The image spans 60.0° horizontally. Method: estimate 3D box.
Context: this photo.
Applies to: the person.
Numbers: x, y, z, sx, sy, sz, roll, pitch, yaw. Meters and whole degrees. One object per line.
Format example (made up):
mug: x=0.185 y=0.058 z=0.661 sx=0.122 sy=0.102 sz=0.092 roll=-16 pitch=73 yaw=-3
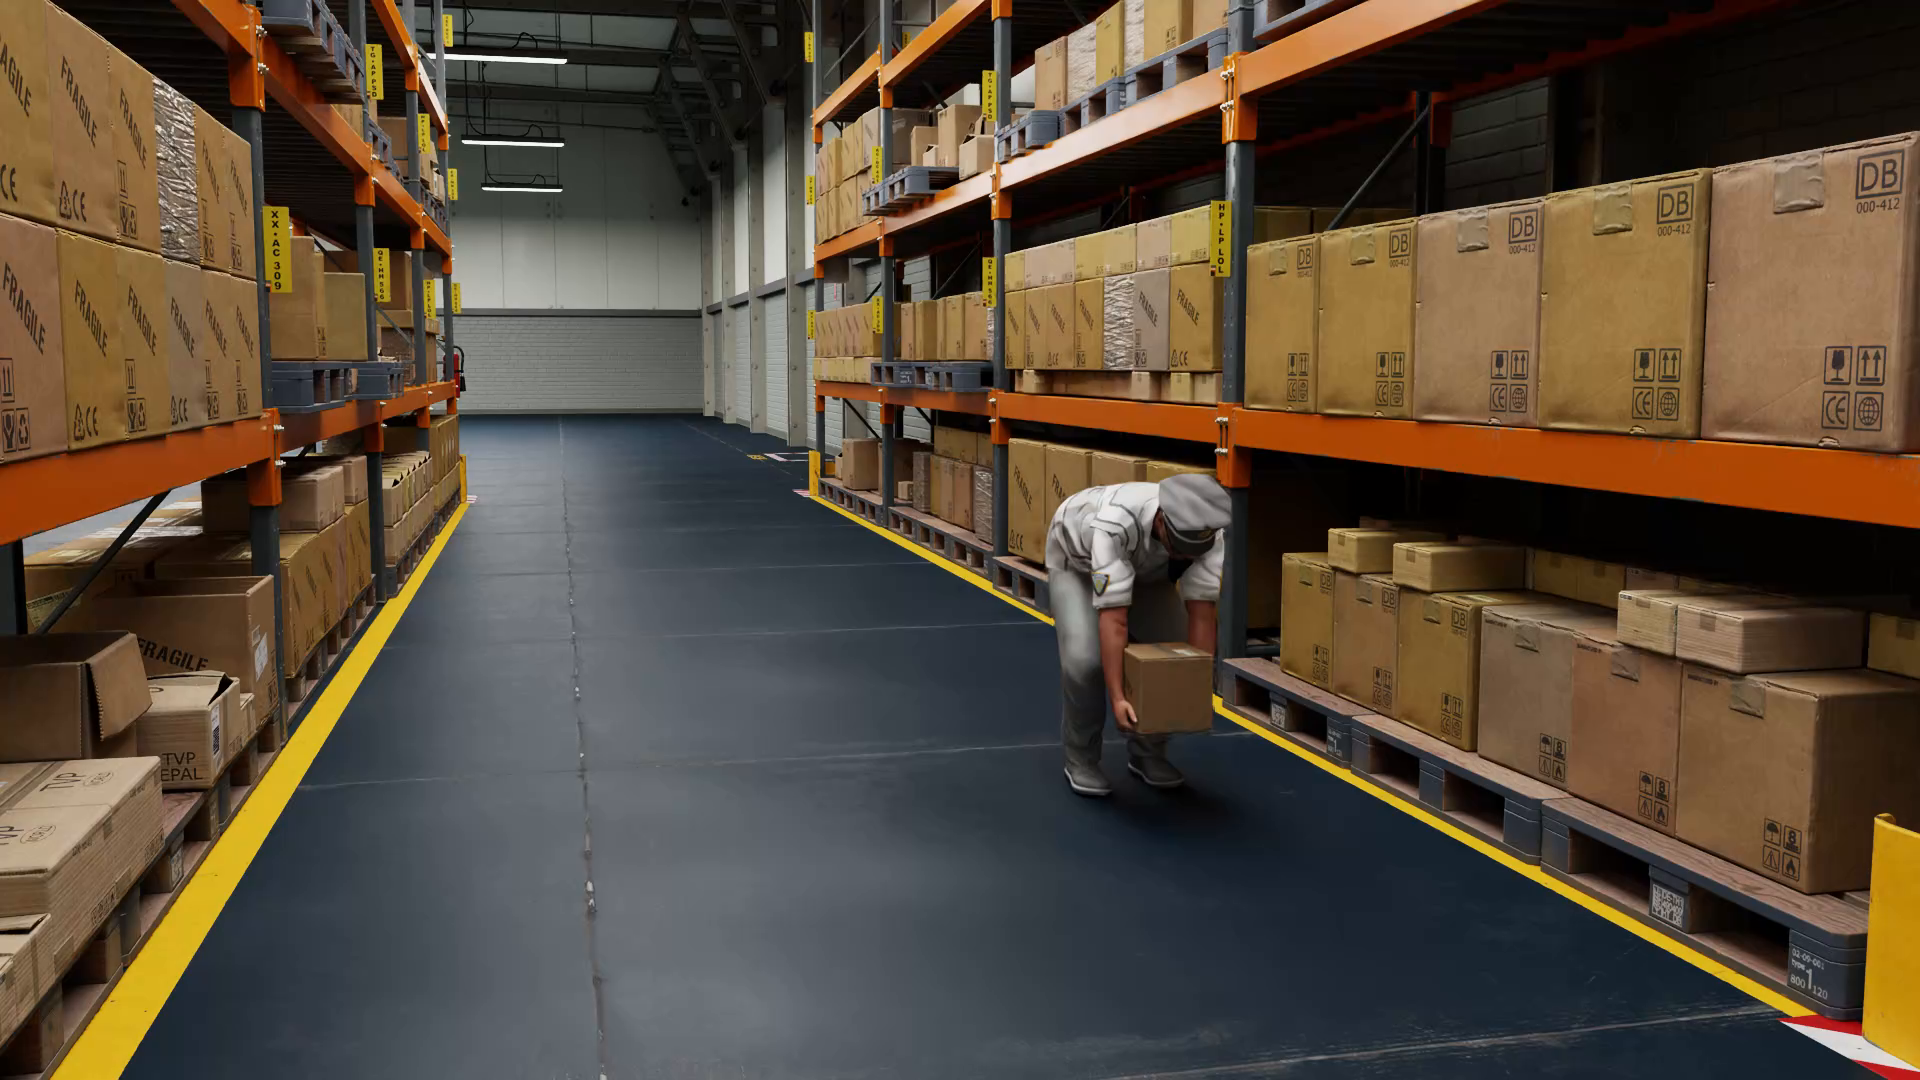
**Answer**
person: x=0.624 y=0.323 z=5.734 sx=0.519 sy=1.151 sz=1.030 roll=-2 pitch=6 yaw=-16
